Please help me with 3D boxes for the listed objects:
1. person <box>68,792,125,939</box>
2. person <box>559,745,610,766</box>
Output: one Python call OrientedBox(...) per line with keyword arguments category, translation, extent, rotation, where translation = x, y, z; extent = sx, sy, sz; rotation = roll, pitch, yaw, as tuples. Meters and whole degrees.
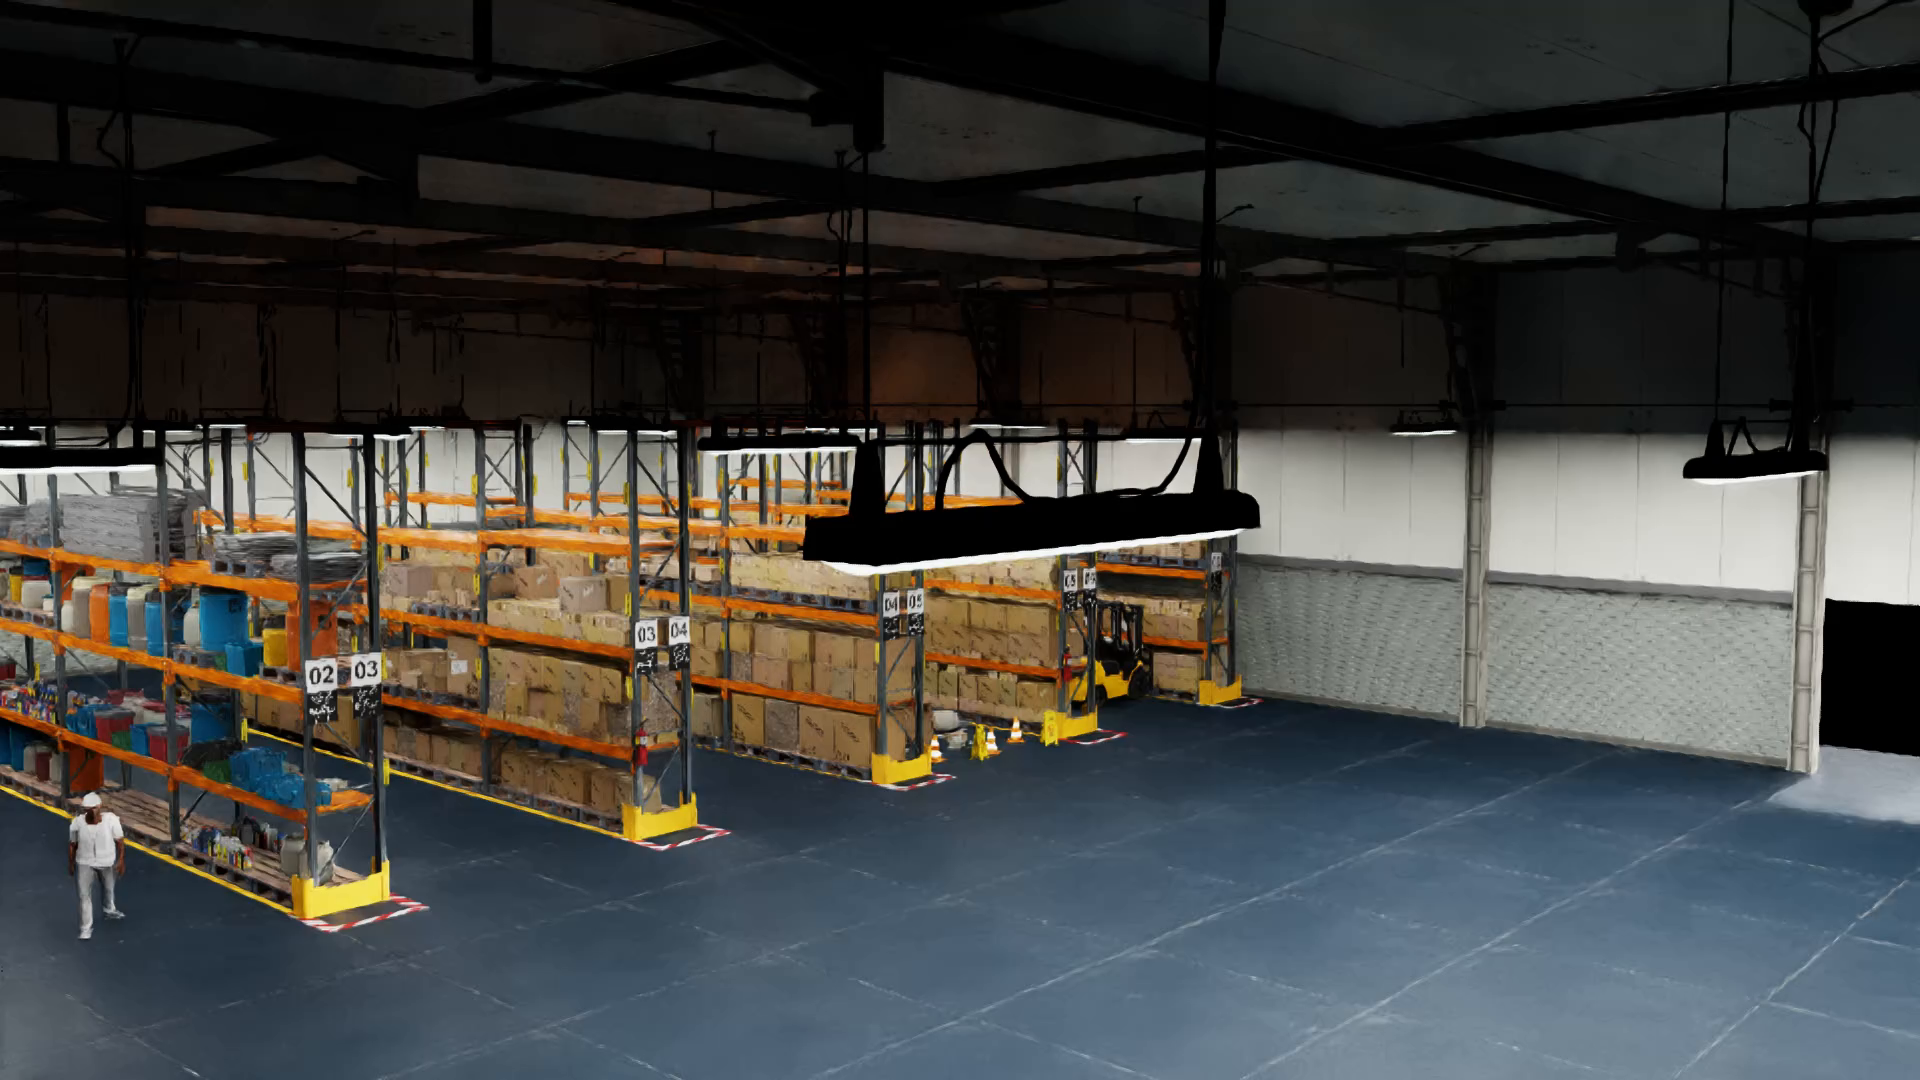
OrientedBox(category="person", translation=(-10.358, 3.854, 19.947), extent=(0.617, 1.715, 0.967), rotation=(-2, 5, -27))
OrientedBox(category="person", translation=(-6.545, 3.186, 28.691), extent=(0.822, 1.591, 0.621), rotation=(2, 5, 25))
